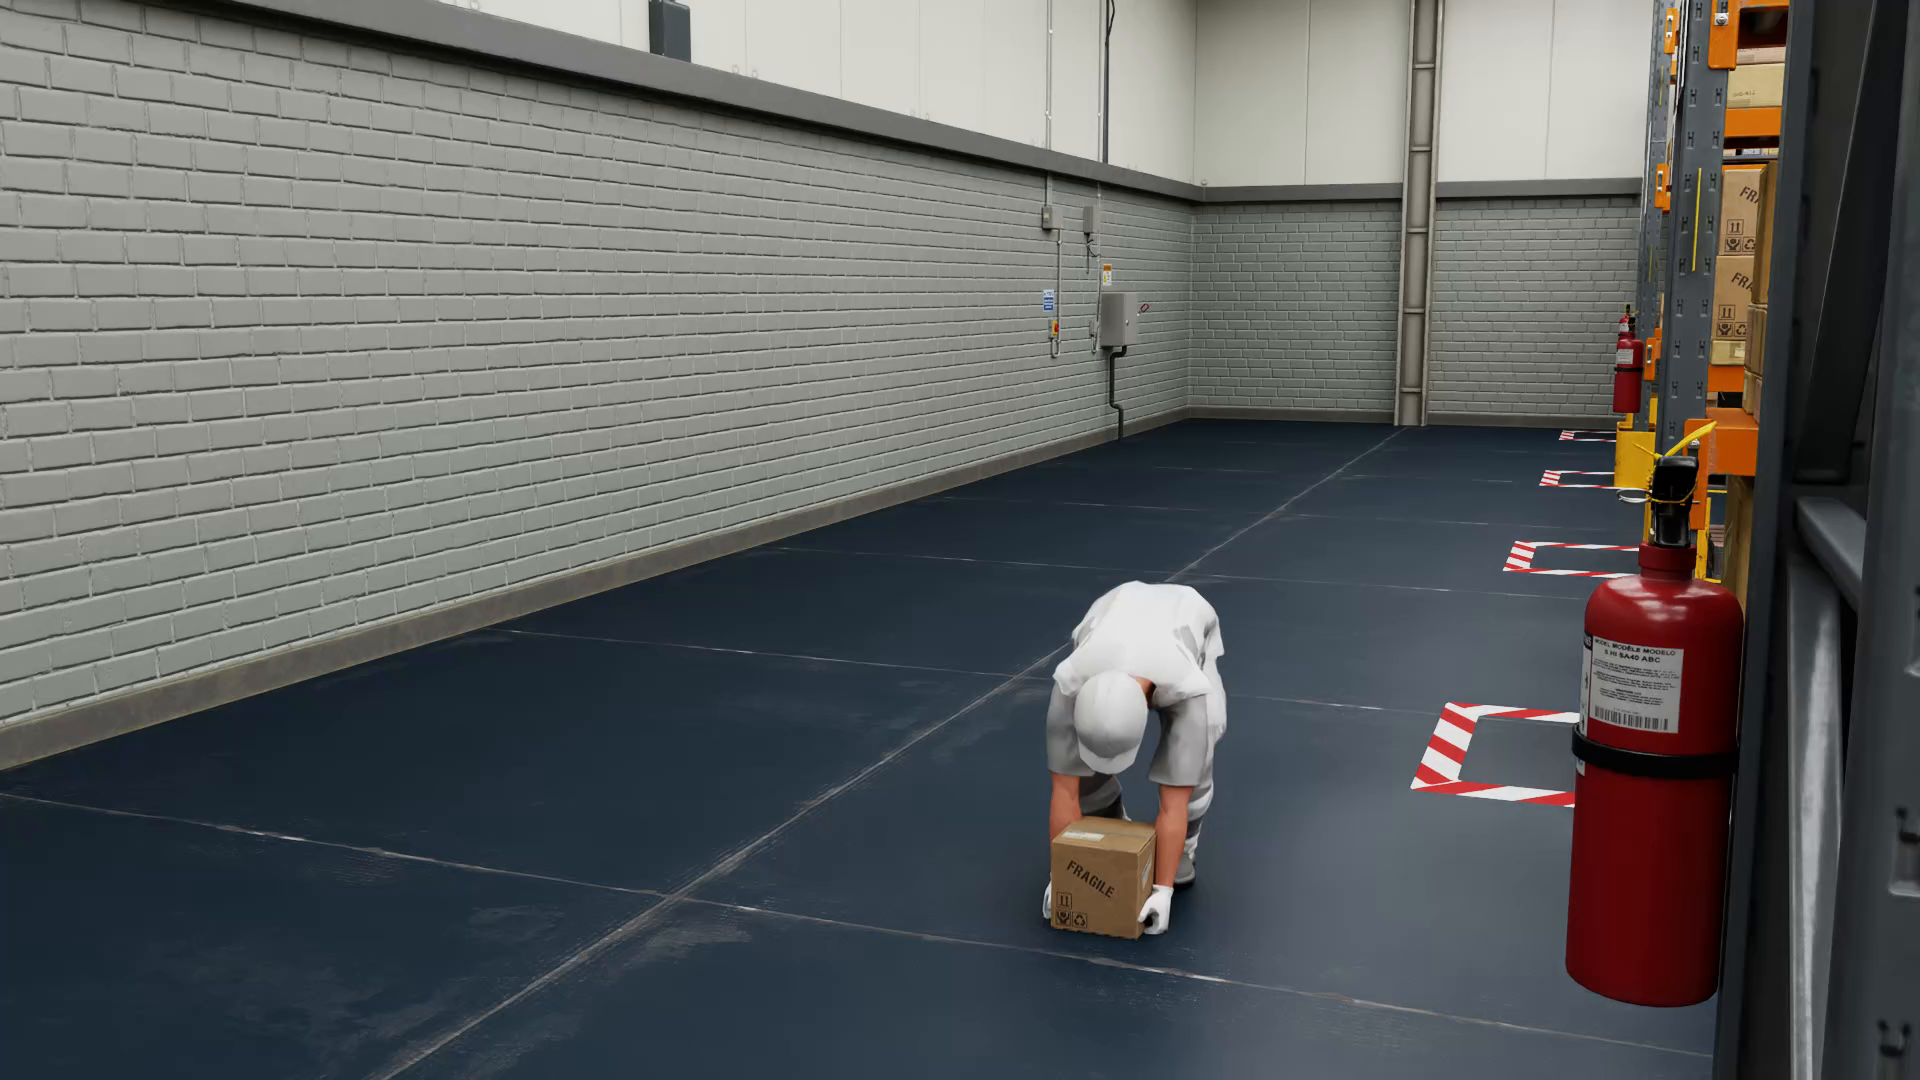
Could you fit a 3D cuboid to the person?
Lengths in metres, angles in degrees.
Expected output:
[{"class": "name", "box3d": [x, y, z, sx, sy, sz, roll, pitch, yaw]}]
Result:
[{"class": "person", "box3d": [0.510, 0.606, 4.890, 0.526, 0.894, 0.961, 3, 9, 19]}]
